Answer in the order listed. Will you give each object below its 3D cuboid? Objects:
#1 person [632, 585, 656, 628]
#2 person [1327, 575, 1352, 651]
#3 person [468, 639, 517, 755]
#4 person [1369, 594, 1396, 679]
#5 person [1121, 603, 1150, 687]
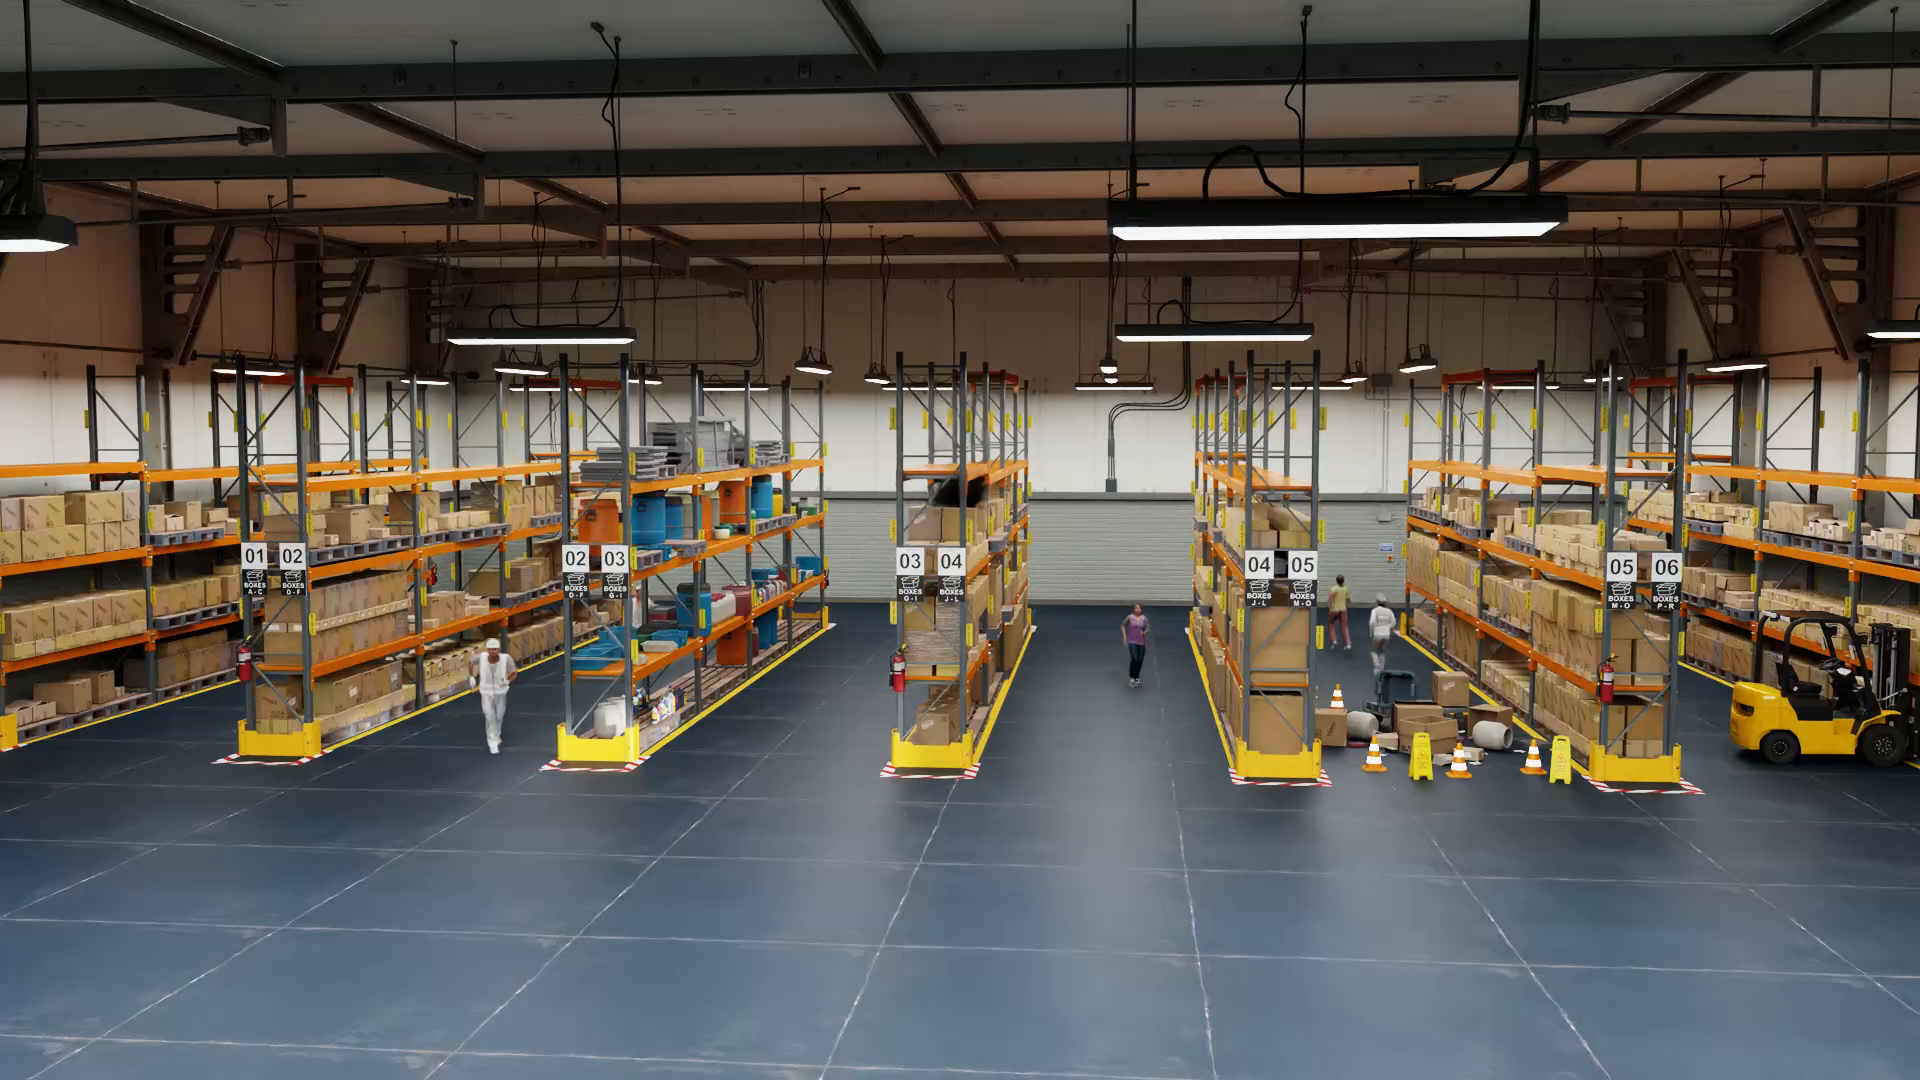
[{"bbox_3d":[-6.289,1.767,32.838,0.663,1.788,0.902,0,4,3],"label":"person"},{"bbox_3d":[8.242,1.601,36.156,0.580,1.689,0.847,0,4,-6],"label":"person"},{"bbox_3d":[-7.106,2.375,25.313,0.715,1.813,0.950,-1,4,-16],"label":"person"},{"bbox_3d":[8.189,1.874,32.432,0.601,1.669,0.545,-1,4,-8],"label":"person"},{"bbox_3d":[3.324,1.975,31.328,0.505,1.592,0.662,-1,4,-7],"label":"person"}]
